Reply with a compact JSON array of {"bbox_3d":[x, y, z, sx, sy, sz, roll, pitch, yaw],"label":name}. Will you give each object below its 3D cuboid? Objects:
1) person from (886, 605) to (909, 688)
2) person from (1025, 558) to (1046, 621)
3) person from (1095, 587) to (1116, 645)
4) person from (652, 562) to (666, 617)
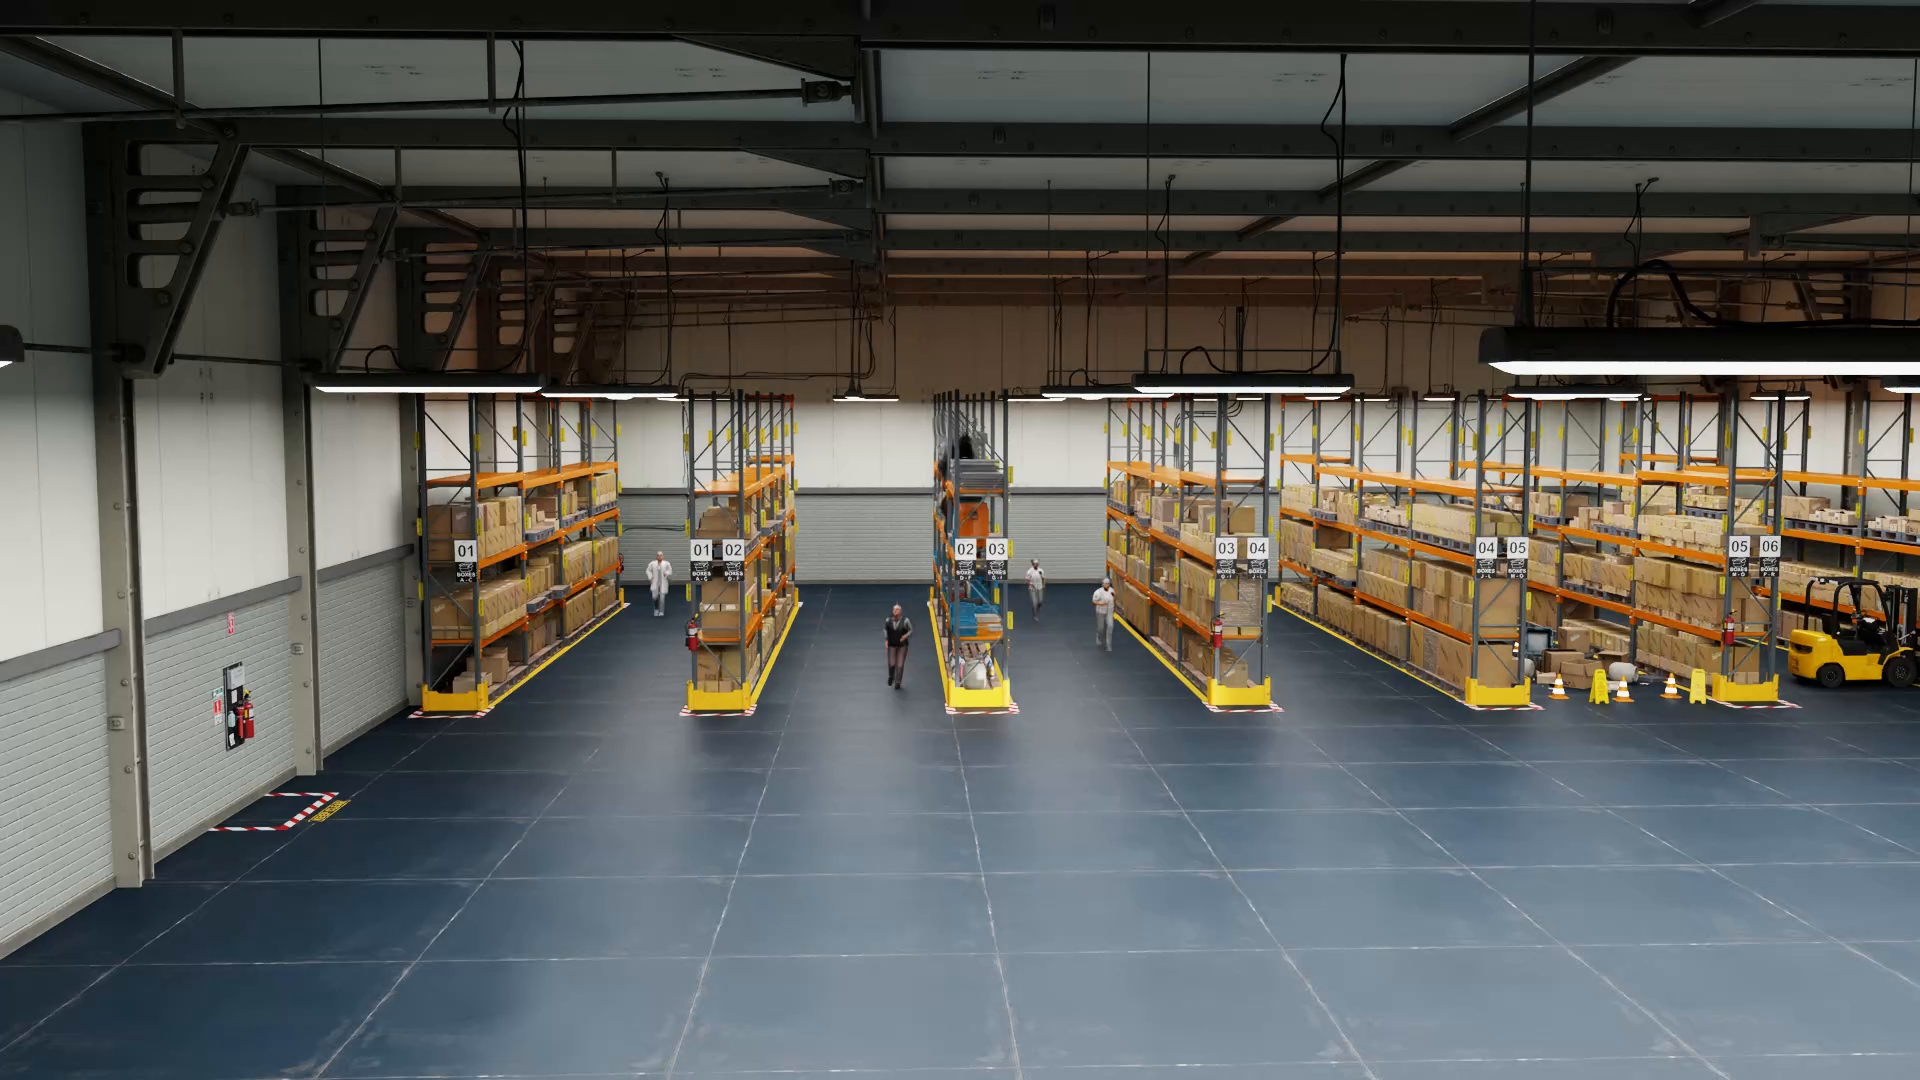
[{"bbox_3d":[-1.268,2.155,33.408,0.519,1.691,0.585,0,5,5],"label":"person"},{"bbox_3d":[2.021,1.308,44.144,0.575,1.661,0.528,-1,5,-11],"label":"person"},{"bbox_3d":[3.382,1.758,38.924,0.451,1.320,0.812,-1,5,-14],"label":"person"},{"bbox_3d":[-8.074,1.324,44.743,0.612,1.524,0.579,-1,5,-8],"label":"person"}]
